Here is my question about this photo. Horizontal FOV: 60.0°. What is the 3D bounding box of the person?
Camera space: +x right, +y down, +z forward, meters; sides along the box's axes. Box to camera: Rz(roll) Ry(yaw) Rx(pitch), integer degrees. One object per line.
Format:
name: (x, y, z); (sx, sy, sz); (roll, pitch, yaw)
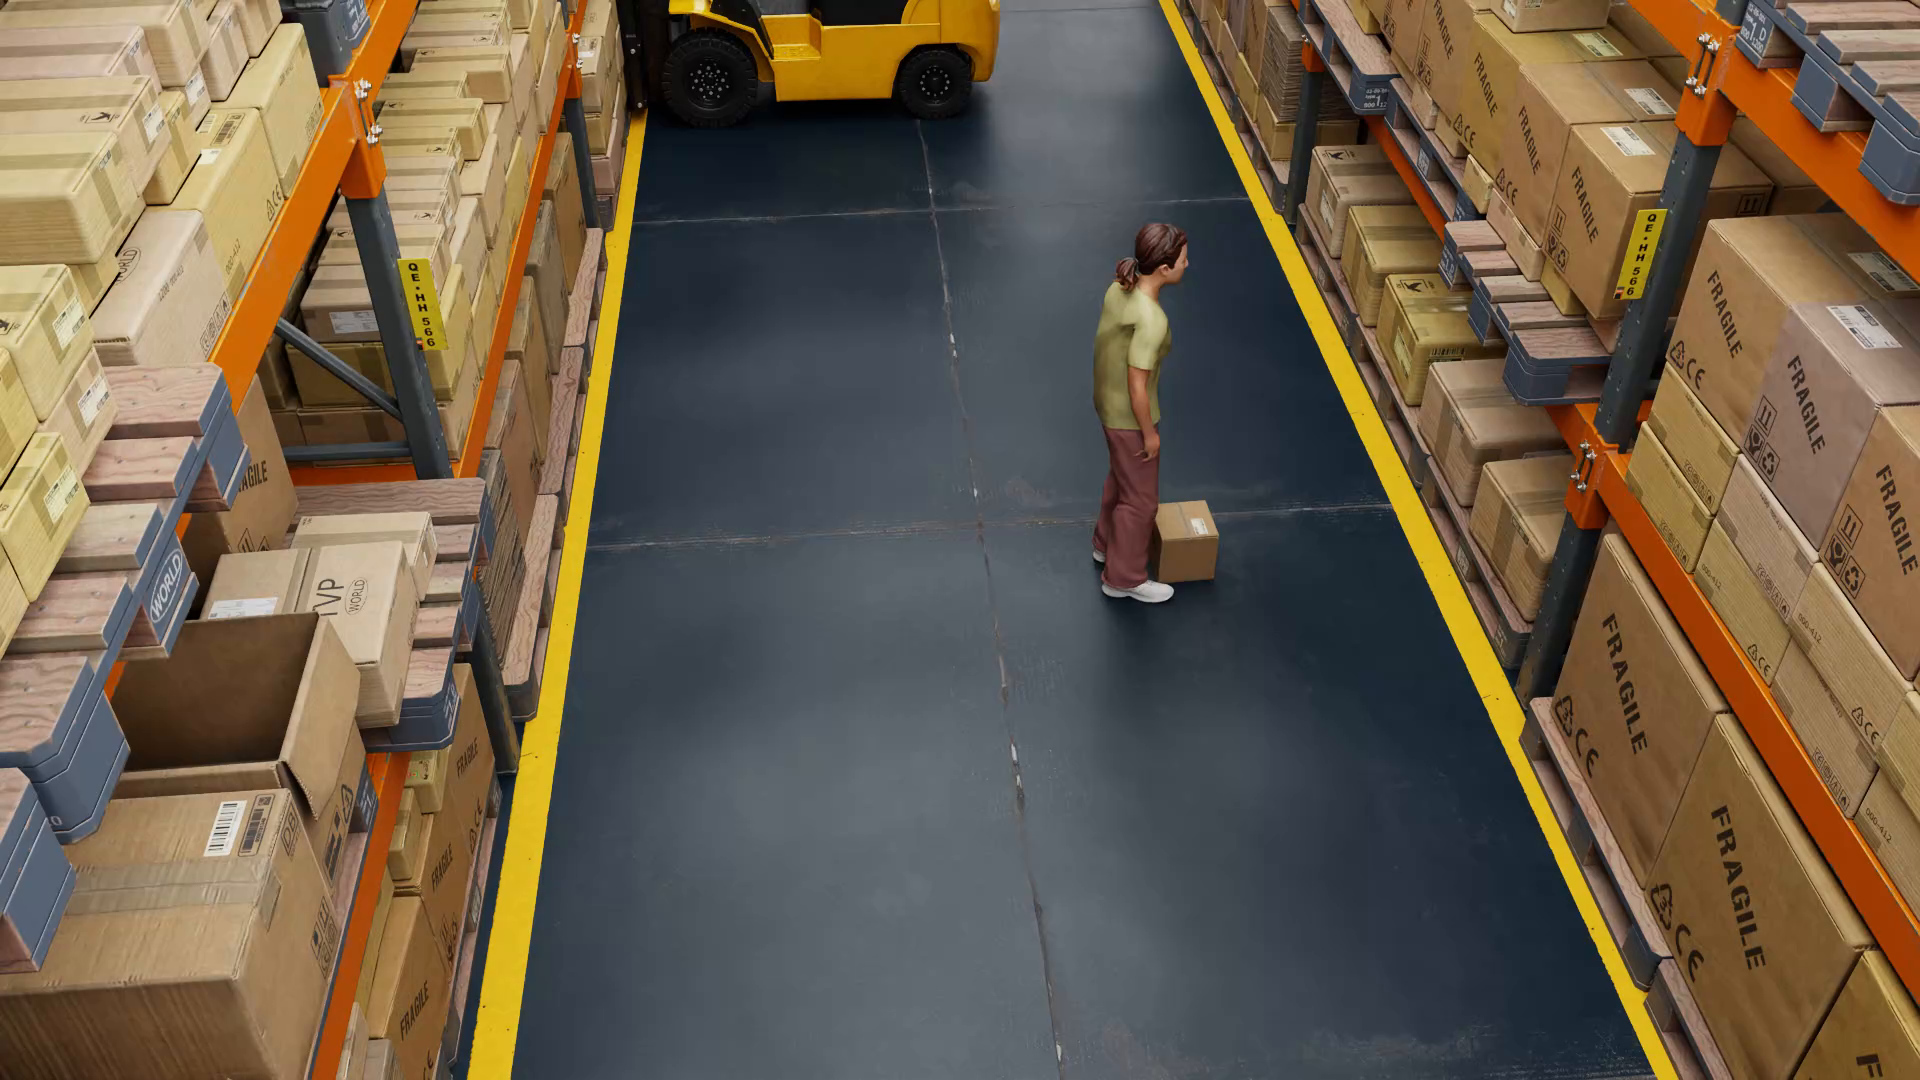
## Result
person: (0.728, -0.526, 6.799); (0.360, 1.671, 0.521); (-5, 40, -7)
